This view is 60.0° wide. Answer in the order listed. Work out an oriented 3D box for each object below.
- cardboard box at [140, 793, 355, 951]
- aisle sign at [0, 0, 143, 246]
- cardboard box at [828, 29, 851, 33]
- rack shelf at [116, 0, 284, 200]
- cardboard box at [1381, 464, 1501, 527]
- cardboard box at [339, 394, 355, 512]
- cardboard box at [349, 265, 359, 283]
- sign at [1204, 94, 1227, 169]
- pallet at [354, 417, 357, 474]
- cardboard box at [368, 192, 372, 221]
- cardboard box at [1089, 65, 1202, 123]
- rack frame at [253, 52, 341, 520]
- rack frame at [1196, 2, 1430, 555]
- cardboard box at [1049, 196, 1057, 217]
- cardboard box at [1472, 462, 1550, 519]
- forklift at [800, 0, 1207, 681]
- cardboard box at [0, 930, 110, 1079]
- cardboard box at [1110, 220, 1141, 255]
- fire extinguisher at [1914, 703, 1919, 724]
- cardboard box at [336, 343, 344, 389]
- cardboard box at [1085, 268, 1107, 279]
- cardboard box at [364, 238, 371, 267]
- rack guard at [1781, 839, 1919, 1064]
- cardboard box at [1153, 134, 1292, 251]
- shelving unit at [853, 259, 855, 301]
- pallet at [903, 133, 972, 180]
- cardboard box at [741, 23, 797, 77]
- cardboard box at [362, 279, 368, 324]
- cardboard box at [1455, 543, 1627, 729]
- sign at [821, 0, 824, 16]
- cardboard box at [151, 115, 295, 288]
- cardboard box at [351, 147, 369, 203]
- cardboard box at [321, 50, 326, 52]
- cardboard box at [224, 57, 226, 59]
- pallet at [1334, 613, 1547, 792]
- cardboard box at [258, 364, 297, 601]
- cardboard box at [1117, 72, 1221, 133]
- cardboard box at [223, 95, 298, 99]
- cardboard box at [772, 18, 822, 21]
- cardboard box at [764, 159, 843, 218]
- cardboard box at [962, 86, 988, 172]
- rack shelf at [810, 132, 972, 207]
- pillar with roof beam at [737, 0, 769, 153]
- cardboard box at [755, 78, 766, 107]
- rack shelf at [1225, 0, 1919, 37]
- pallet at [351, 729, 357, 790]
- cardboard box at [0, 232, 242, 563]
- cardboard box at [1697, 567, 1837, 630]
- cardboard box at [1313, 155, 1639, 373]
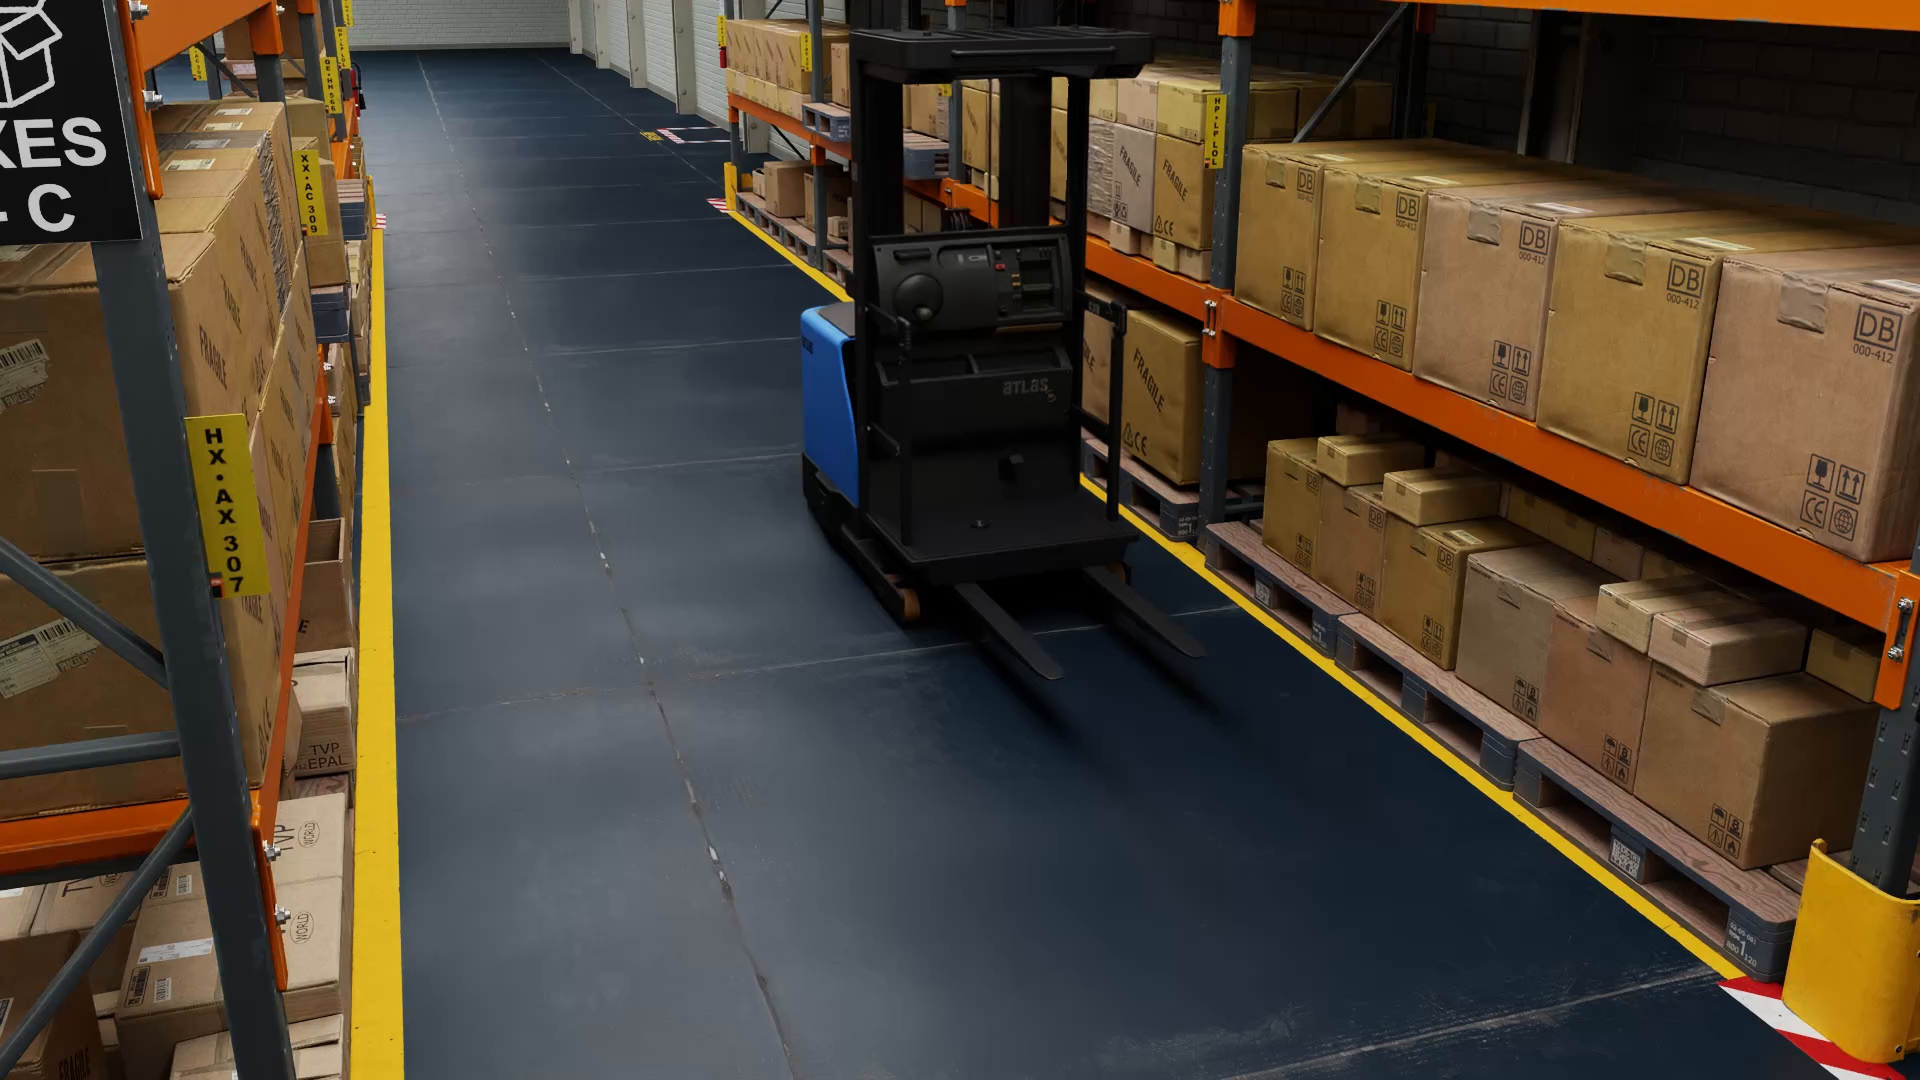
[{"bbox_3d":[-1.989,0.972,4.691,0.500,0.250,0.500,-6,21,-17],"label":"cardboard box"},{"bbox_3d":[-1.473,-0.823,2.424,0.394,0.787,0.004,-6,21,-17],"label":"aisle sign"},{"bbox_3d":[-0.952,-4.600,15.868,0.500,0.500,0.500,-7,21,-18],"label":"cardboard box"},{"bbox_3d":[-2.401,-1.305,4.239,1.077,0.370,4.000,-6,21,-17],"label":"rack shelf"},{"bbox_3d":[1.908,-0.180,6.597,0.380,0.149,0.250,-7,21,-19],"label":"cardboard box"},{"bbox_3d":[-3.279,-0.416,8.186,0.500,0.500,0.500,-6,21,-17],"label":"cardboard box"},{"bbox_3d":[-4.346,-1.692,11.306,0.500,0.311,0.500,-7,21,-19],"label":"cardboard box"},{"bbox_3d":[1.159,-1.848,7.528,0.100,0.325,0.005,-6,21,-17],"label":"sign"},{"bbox_3d":[-4.089,-0.601,9.778,1.003,0.211,1.213,-6,21,-17],"label":"pallet"},{"bbox_3d":[-6.184,-3.328,16.691,0.500,0.250,0.500,-6,21,-17],"label":"cardboard box"},{"bbox_3d":[0.970,-2.402,8.940,0.500,0.250,0.500,-6,21,-16],"label":"cardboard box"},{"bbox_3d":[-3.030,-0.874,6.411,1.000,3.000,0.127,-6,21,-17],"label":"rack frame"},{"bbox_3d":[1.671,-1.401,7.880,1.000,3.000,0.127,-6,21,-17],"label":"rack frame"},{"bbox_3d":[0.729,-2.036,9.989,0.380,0.149,0.250,-6,21,-16],"label":"cardboard box"},{"bbox_3d":[2.282,-0.210,6.680,0.380,0.149,0.250,-6,21,-17],"label":"cardboard box"},{"bbox_3d":[0.140,-1.161,7.312,1.130,2.935,3.031,-7,21,-19],"label":"forklift"},{"bbox_3d":[-2.178,1.231,3.599,0.500,0.500,0.500,-6,21,-17],"label":"cardboard box"},{"bbox_3d":[1.017,-1.616,8.819,0.380,0.149,0.250,-6,21,-17],"label":"cardboard box"},{"bbox_3d":[2.538,0.192,4.111,0.296,0.674,0.183,-6,21,-17],"label":"fire extinguisher"},{"bbox_3d":[-3.423,-0.920,8.478,0.500,0.250,0.500,-7,21,-18],"label":"cardboard box"},{"bbox_3d":[0.790,-1.339,10.266,0.750,0.750,0.750,-6,21,-17],"label":"cardboard box"},{"bbox_3d":[-5.403,-2.525,14.457,0.500,0.250,0.500,-6,21,-17],"label":"cardboard box"},{"bbox_3d":[2.936,1.067,4.707,1.175,0.500,0.348,-6,21,-17],"label":"rack guard"},{"bbox_3d":[1.287,-1.719,8.147,0.500,0.500,0.500,-7,21,-18],"label":"cardboard box"},{"bbox_3d":[-0.391,-0.921,9.205,0.258,1.200,0.503,-7,21,-19],"label":"shelving unit"},{"bbox_3d":[0.089,-2.812,12.091,1.213,0.211,1.003,-6,21,-17],"label":"pallet"},{"bbox_3d":[-1.933,-5.032,17.073,0.500,0.500,0.500,-7,21,-19],"label":"cardboard box"},{"bbox_3d":[-4.662,-1.752,12.303,0.500,0.250,0.500,-6,21,-16],"label":"cardboard box"},{"bbox_3d":[2.298,0.325,6.150,0.700,0.500,0.500,-7,21,-19],"label":"cardboard box"},{"bbox_3d":[-1.567,-5.998,18.498,0.100,0.325,0.005,-6,21,-17],"label":"sign"},{"bbox_3d":[-2.462,-1.092,5.393,0.500,0.500,0.500,-7,21,-18],"label":"cardboard box"},{"bbox_3d":[-6.023,-3.521,16.119,0.500,0.500,0.500,-6,21,-17],"label":"cardboard box"},{"bbox_3d":[-5.767,-4.228,14.642,0.380,0.149,0.250,-7,21,-19],"label":"cardboard box"},{"bbox_3d":[-5.909,-3.937,13.833,0.380,0.149,0.250,-7,21,-18],"label":"cardboard box"},{"bbox_3d":[2.223,0.556,6.557,1.003,0.211,1.213,-6,21,-17],"label":"pallet"},{"bbox_3d":[-1.984,-0.134,4.204,0.500,0.500,0.500,-6,21,-17],"label":"cardboard box"},{"bbox_3d":[1.130,-2.238,8.484,0.500,0.250,0.500,-6,21,-16],"label":"cardboard box"},{"bbox_3d":[-4.996,-2.910,11.933,0.500,0.500,0.500,-6,21,-17],"label":"cardboard box"},{"bbox_3d":[-1.750,-5.415,18.138,0.500,0.500,0.500,-7,21,-18],"label":"cardboard box"},{"bbox_3d":[-1.606,-3.627,17.125,0.700,0.500,0.500,-8,21,-21],"label":"cardboard box"},{"bbox_3d":[0.324,-2.698,10.873,0.500,0.500,0.500,-6,21,-16],"label":"cardboard box"},{"bbox_3d":[-0.215,-2.988,13.362,1.077,0.370,4.000,-6,21,-17],"label":"rack shelf"},{"bbox_3d":[-7.032,-9.411,21.305,9.100,9.000,0.400,-6,21,-17],"label":"pillar with roof beam"},{"bbox_3d":[-1.760,-4.509,16.724,0.500,0.250,0.500,-6,21,-17],"label":"cardboard box"},{"bbox_3d":[2.300,-1.832,5.708,1.077,0.370,4.000,-6,21,-17],"label":"rack shelf"},{"bbox_3d":[-2.815,0.659,6.269,1.003,0.211,1.213,-6,21,-17],"label":"pallet"},{"bbox_3d":[-1.662,-0.278,3.126,0.500,0.500,0.500,-6,21,-16],"label":"cardboard box"},{"bbox_3d":[2.683,0.198,5.544,0.380,0.149,0.250,-6,21,-17],"label":"cardboard box"},{"bbox_3d":[2.051,-1.132,6.686,0.980,0.700,0.700,-7,21,-19],"label":"cardboard box"}]
